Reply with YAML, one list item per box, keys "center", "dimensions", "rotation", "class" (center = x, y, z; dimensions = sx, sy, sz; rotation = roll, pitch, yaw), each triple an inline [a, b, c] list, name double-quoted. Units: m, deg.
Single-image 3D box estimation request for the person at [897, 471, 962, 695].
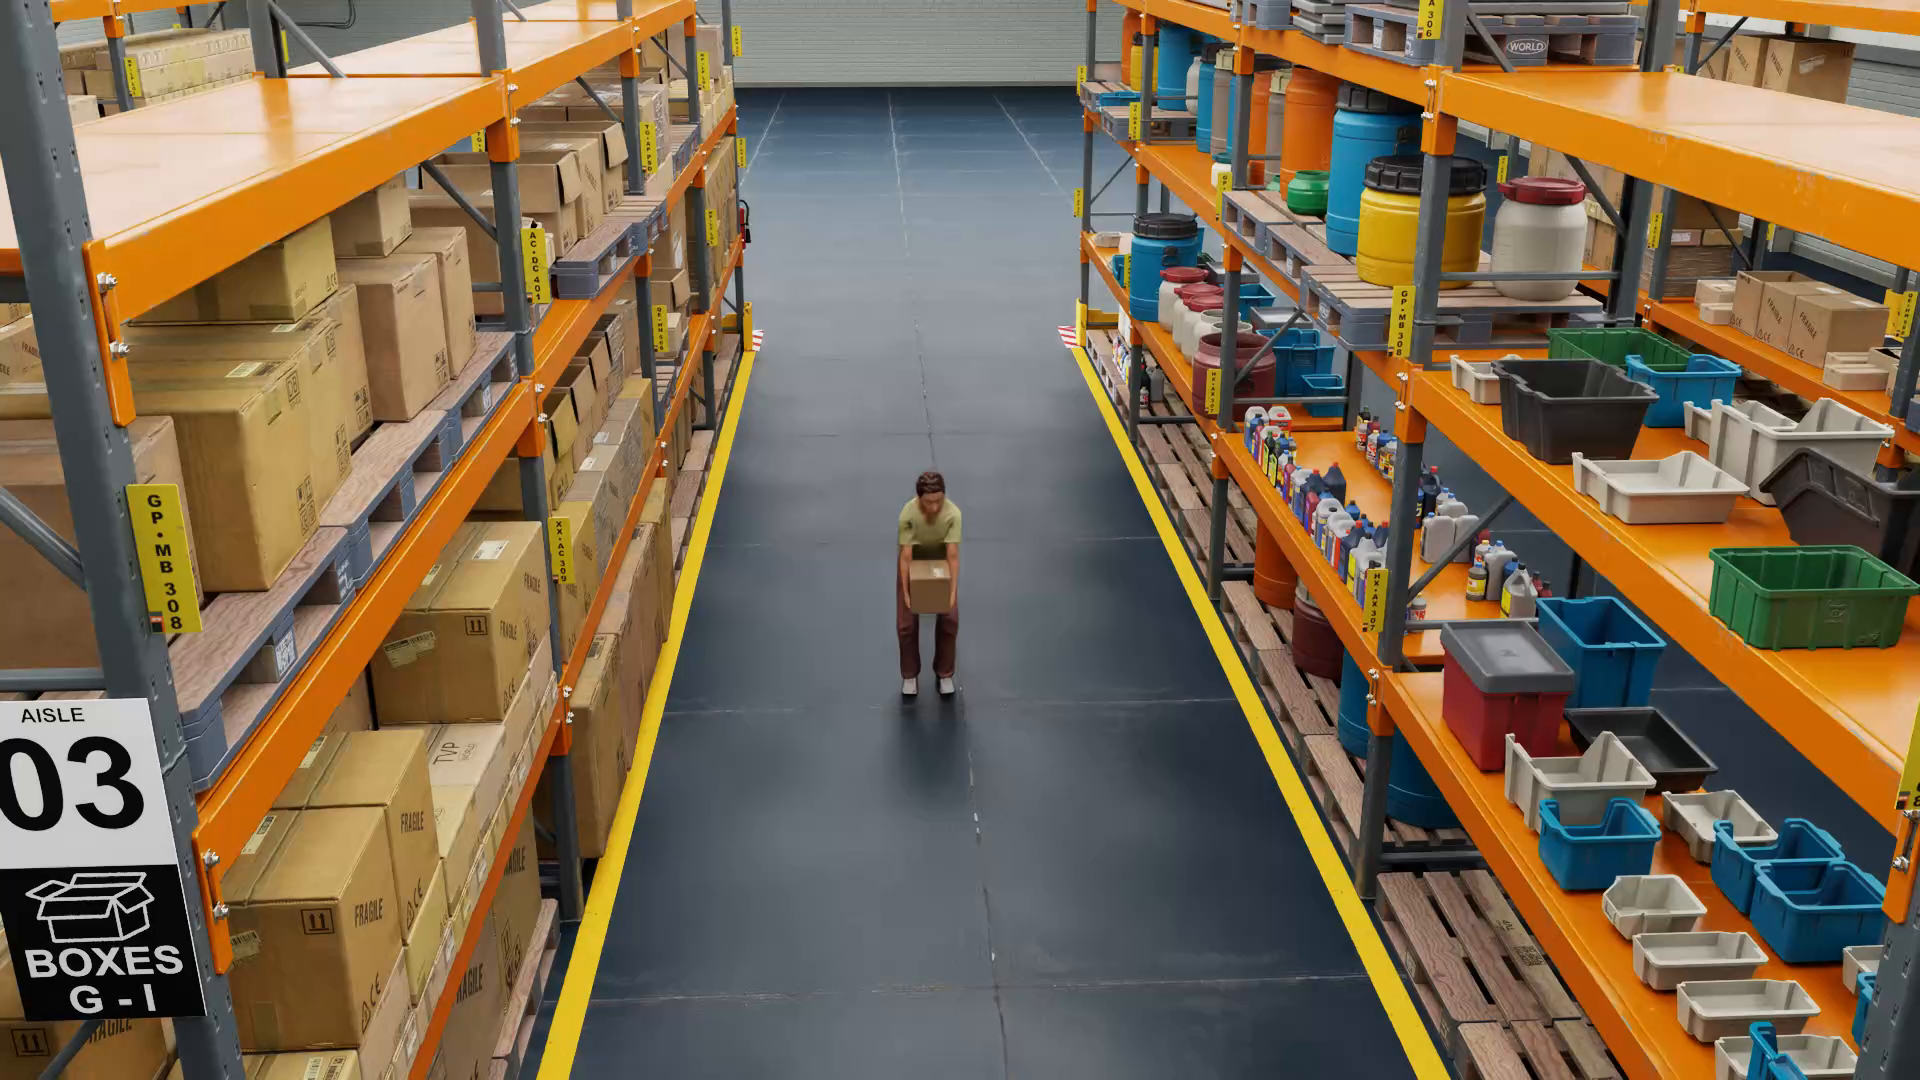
- center: [-0.197, 0.260, 10.540]
  dimensions: [0.412, 1.571, 0.582]
  rotation: [-2, 21, -4]
  class: "person"
